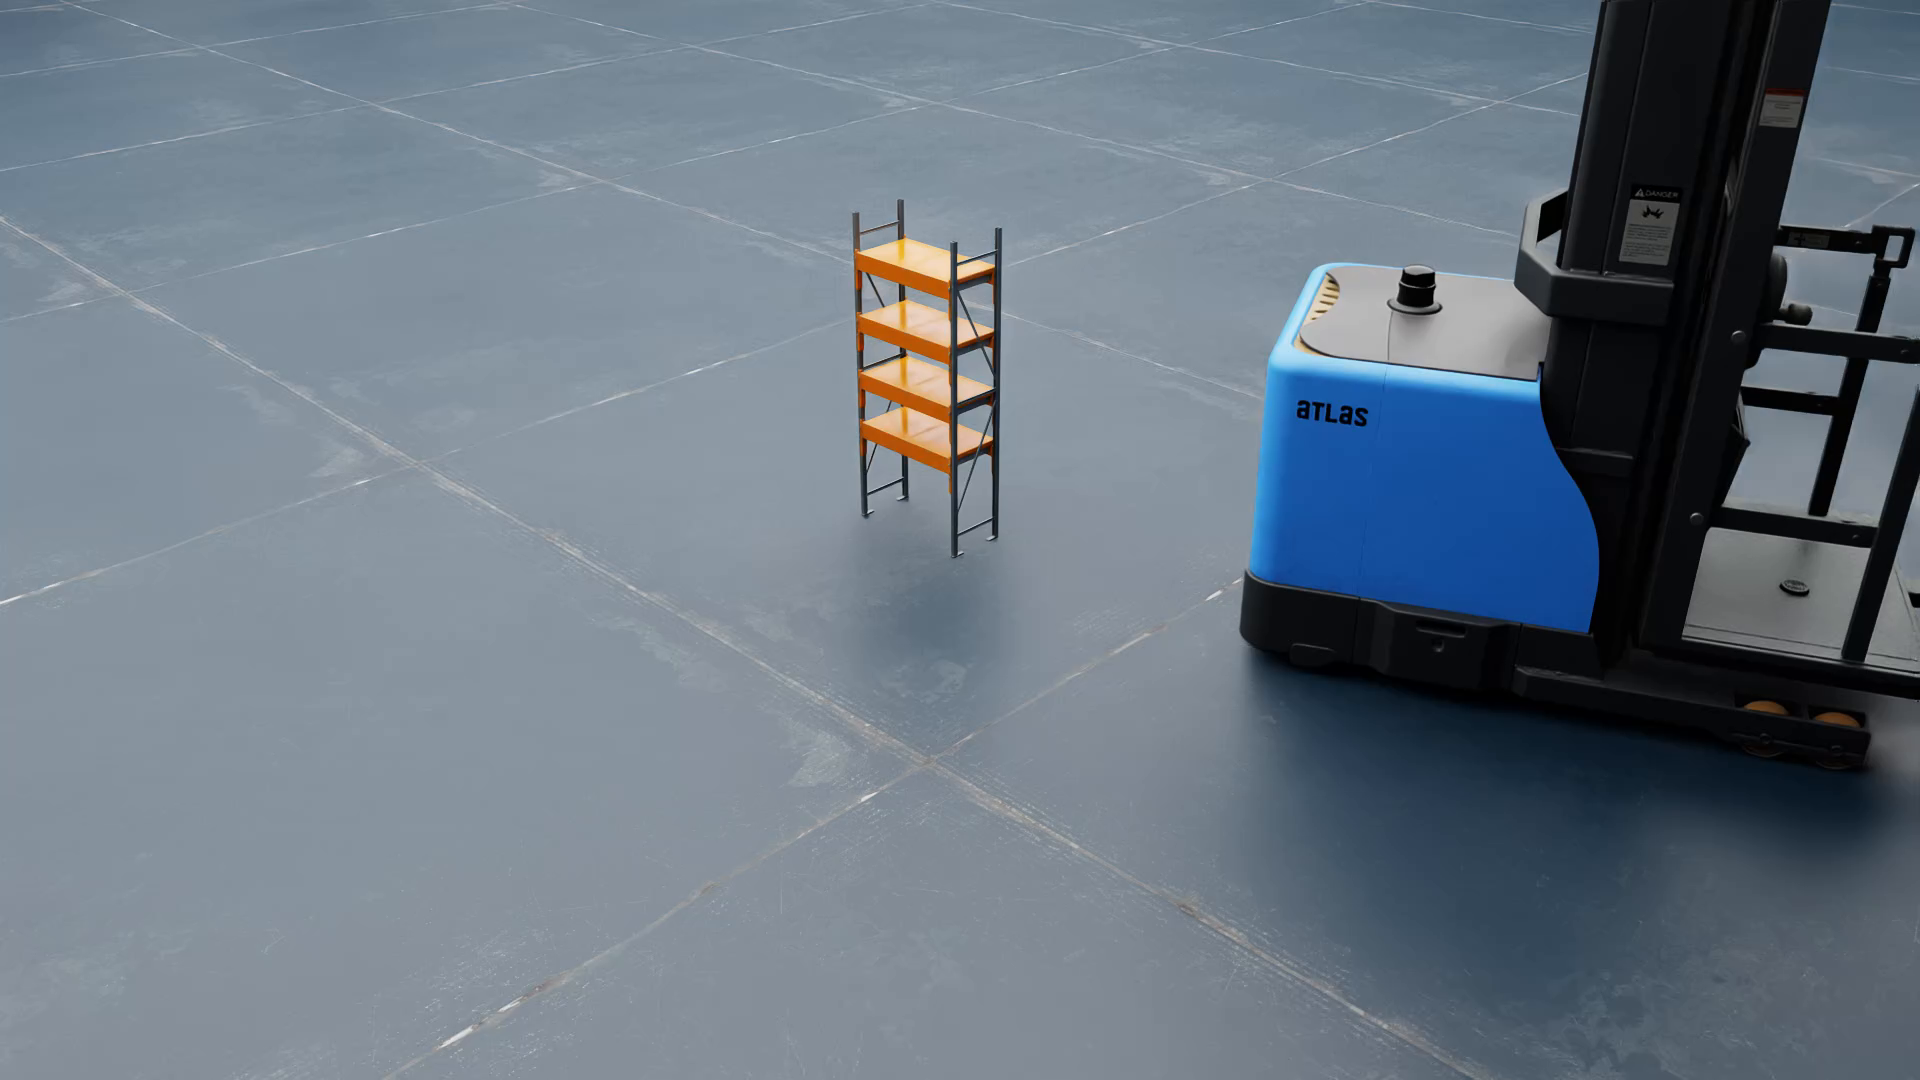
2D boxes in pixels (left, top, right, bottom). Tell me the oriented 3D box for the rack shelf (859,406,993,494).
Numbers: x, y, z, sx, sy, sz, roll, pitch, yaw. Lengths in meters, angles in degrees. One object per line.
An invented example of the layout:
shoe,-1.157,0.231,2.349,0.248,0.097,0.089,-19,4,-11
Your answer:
rack shelf,-0.118,-0.350,6.197,0.480,0.148,0.258,25,36,38

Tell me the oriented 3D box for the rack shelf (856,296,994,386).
rack shelf,-0.118,-0.724,6.001,0.480,0.148,0.258,25,36,38

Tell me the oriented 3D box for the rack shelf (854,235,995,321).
rack shelf,-0.118,-0.933,5.891,0.480,0.148,0.258,25,36,38

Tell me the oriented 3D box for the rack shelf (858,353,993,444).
rack shelf,-0.118,-0.526,6.105,0.480,0.148,0.258,25,36,38

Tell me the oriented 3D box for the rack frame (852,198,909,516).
rack frame,-0.292,-0.665,6.225,0.015,1.200,0.240,25,36,38

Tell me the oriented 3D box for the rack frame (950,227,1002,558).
rack frame,0.056,-0.505,5.922,0.015,1.200,0.240,25,36,38

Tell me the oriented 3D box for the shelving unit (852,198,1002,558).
shelving unit,-0.118,-0.585,6.073,0.503,1.200,0.258,25,36,38

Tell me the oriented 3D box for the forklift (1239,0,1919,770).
forklift,2.501,-0.893,4.799,3.031,2.935,1.130,9,29,17
